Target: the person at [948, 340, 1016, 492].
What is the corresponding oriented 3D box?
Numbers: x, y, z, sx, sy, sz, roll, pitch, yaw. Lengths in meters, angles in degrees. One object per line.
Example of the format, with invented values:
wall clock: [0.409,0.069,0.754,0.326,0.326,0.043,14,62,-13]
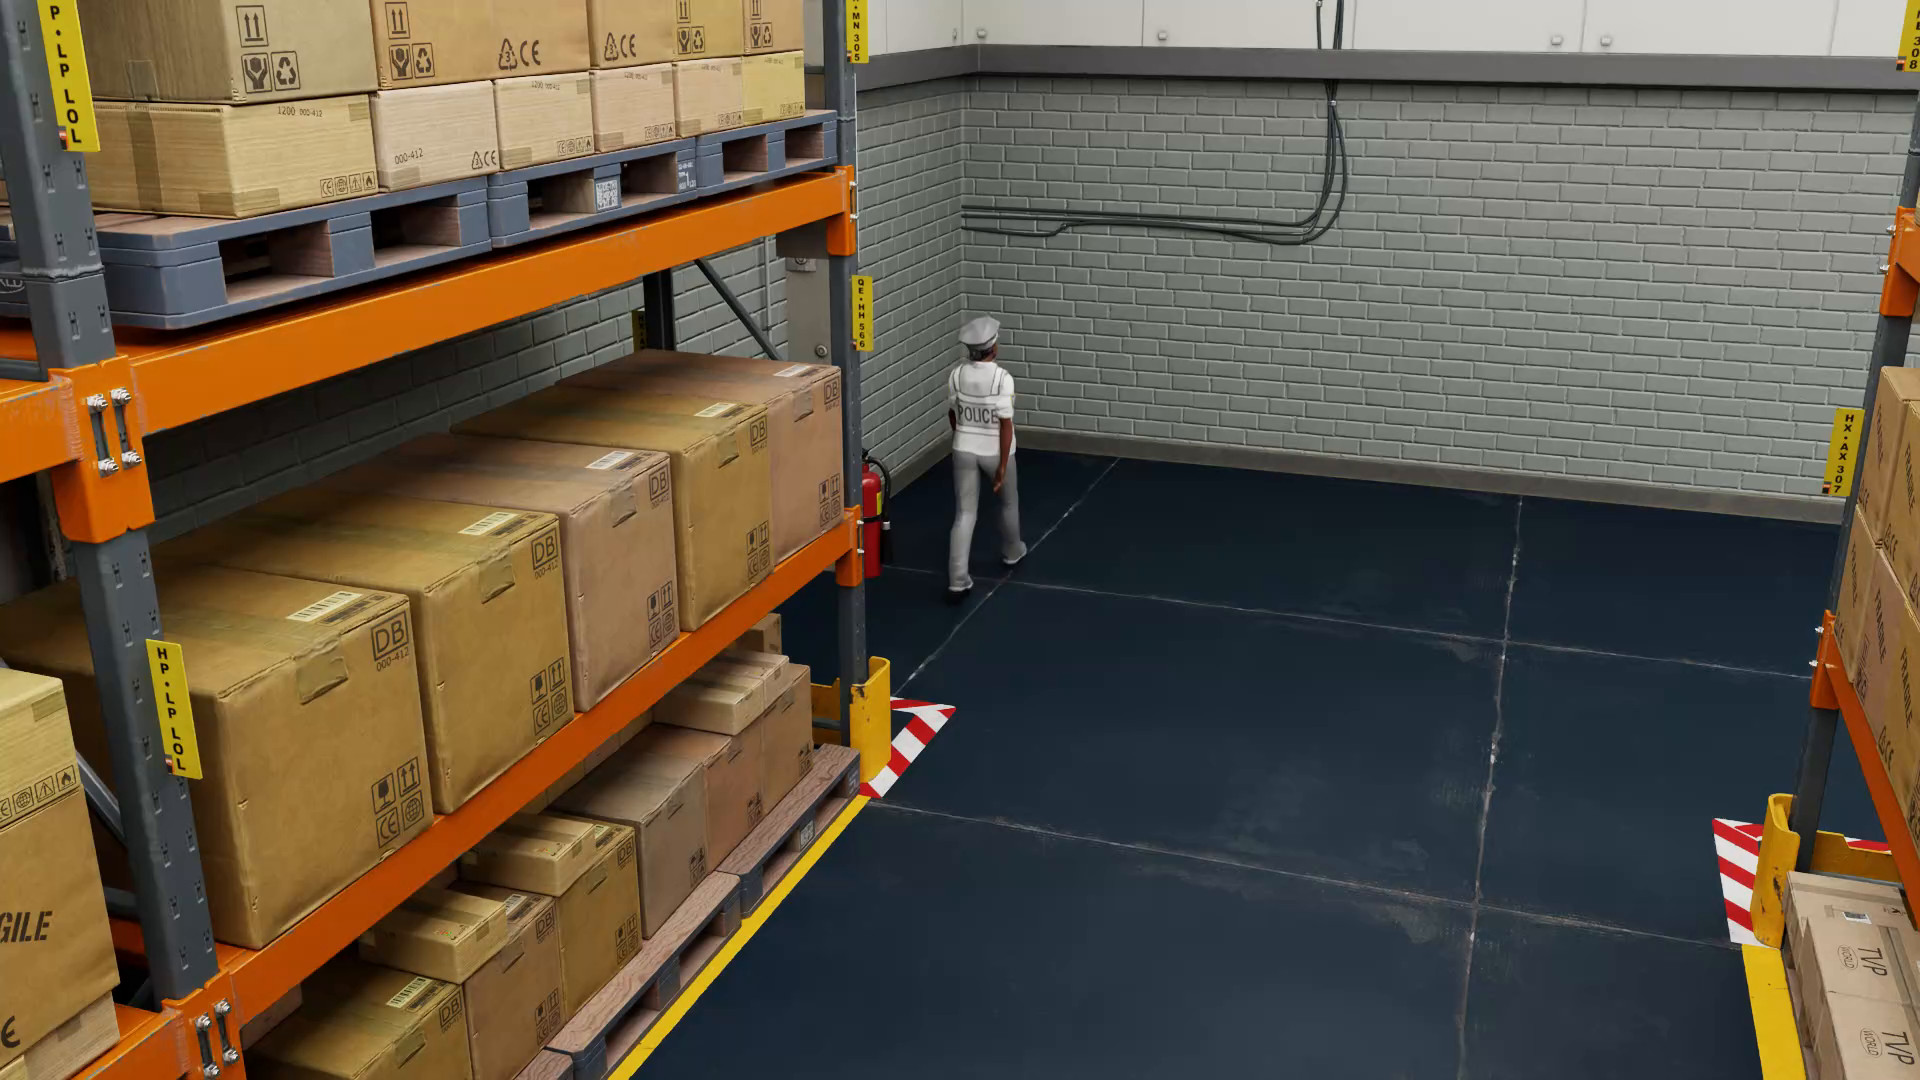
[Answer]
person: [0.145,-0.829,10.043,0.450,0.985,0.469,5,20,15]
